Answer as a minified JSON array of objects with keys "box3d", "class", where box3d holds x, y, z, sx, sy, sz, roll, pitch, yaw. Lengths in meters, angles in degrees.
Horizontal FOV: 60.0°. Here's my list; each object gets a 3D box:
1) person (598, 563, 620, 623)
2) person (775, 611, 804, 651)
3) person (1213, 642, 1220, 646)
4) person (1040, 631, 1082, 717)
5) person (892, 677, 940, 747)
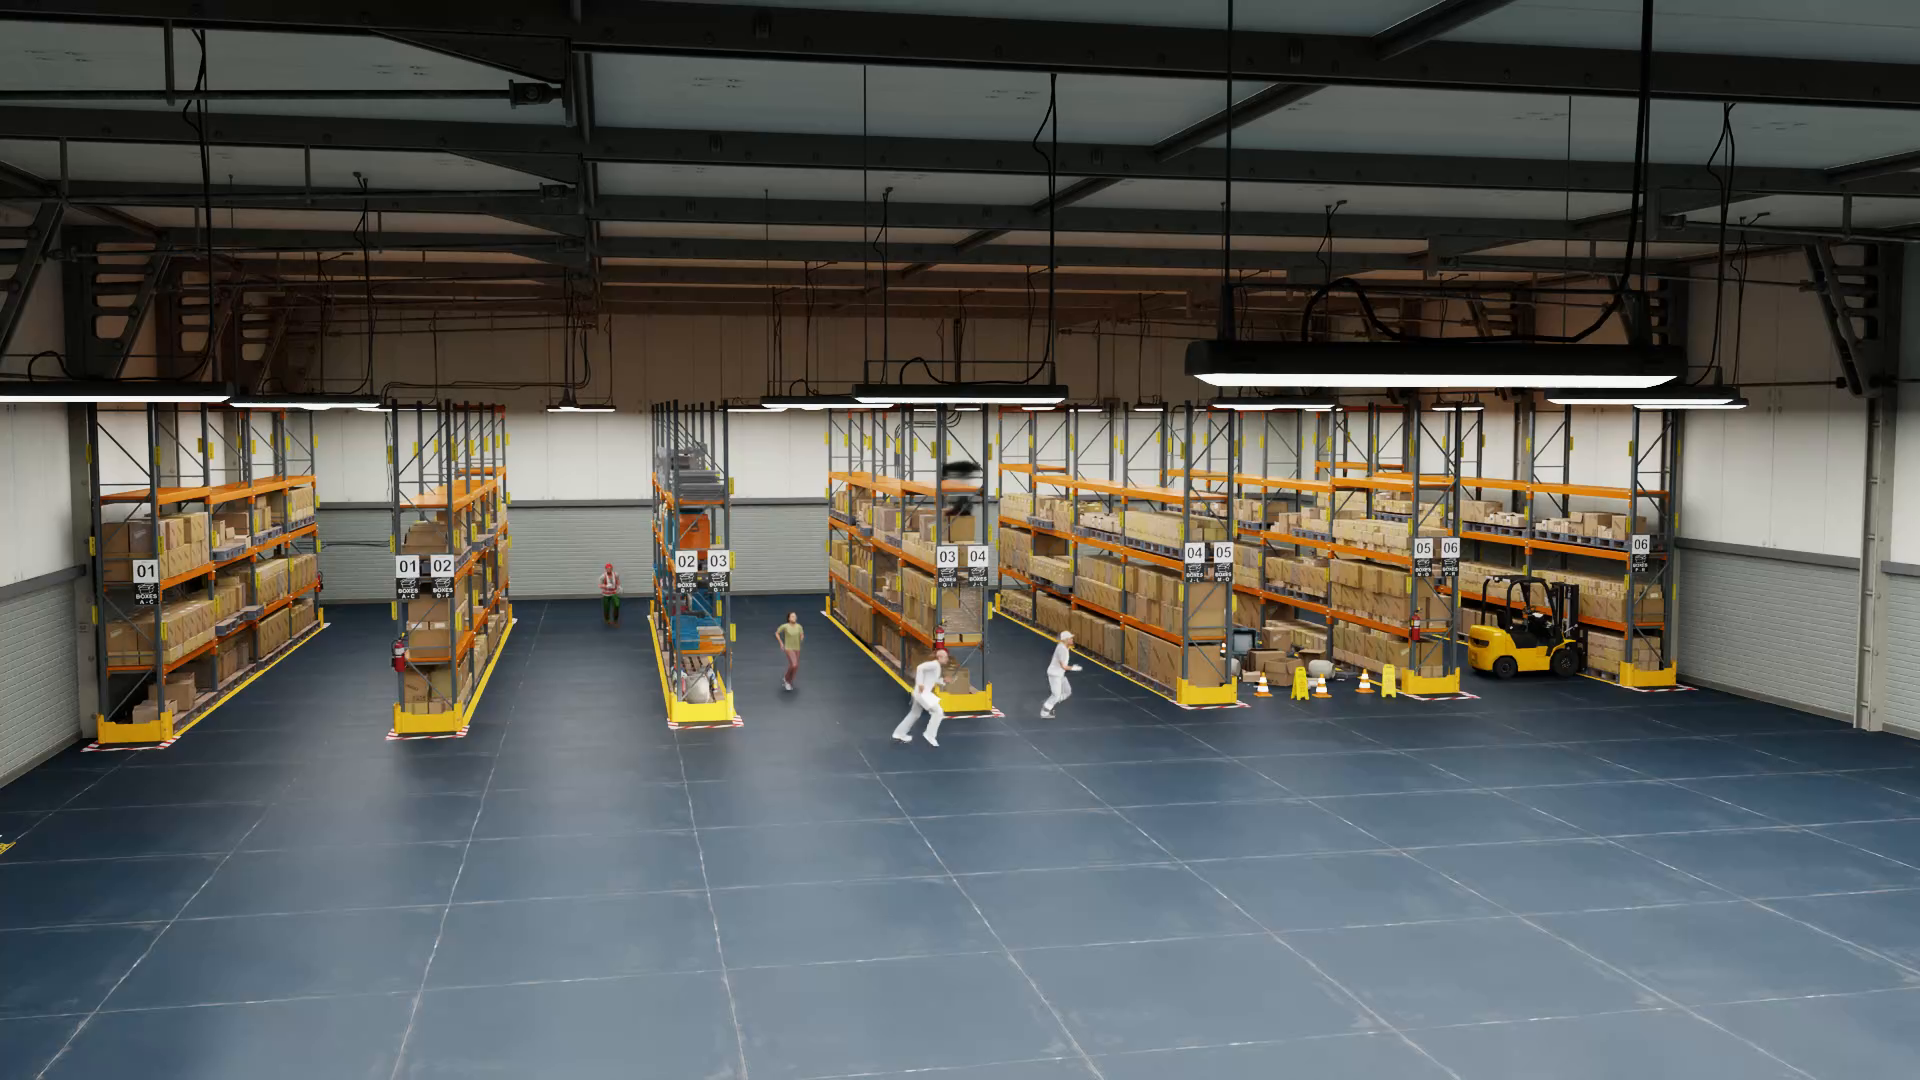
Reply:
[{"box3d":[-9.482,1.414,44.799,0.610,1.620,0.768,-2,5,-24],"class":"person"},{"box3d":[-3.455,1.884,34.371,0.565,0.823,0.557,-3,5,-34],"class":"person"},{"box3d":[6.011,1.811,40.985,0.545,1.665,0.959,-2,5,-29],"class":"person"},{"box3d":[1.905,2.508,31.203,0.800,1.628,0.684,1,4,13],"class":"person"},{"box3d":[-0.753,2.920,28.814,0.850,1.380,0.261,0,4,5],"class":"person"}]
